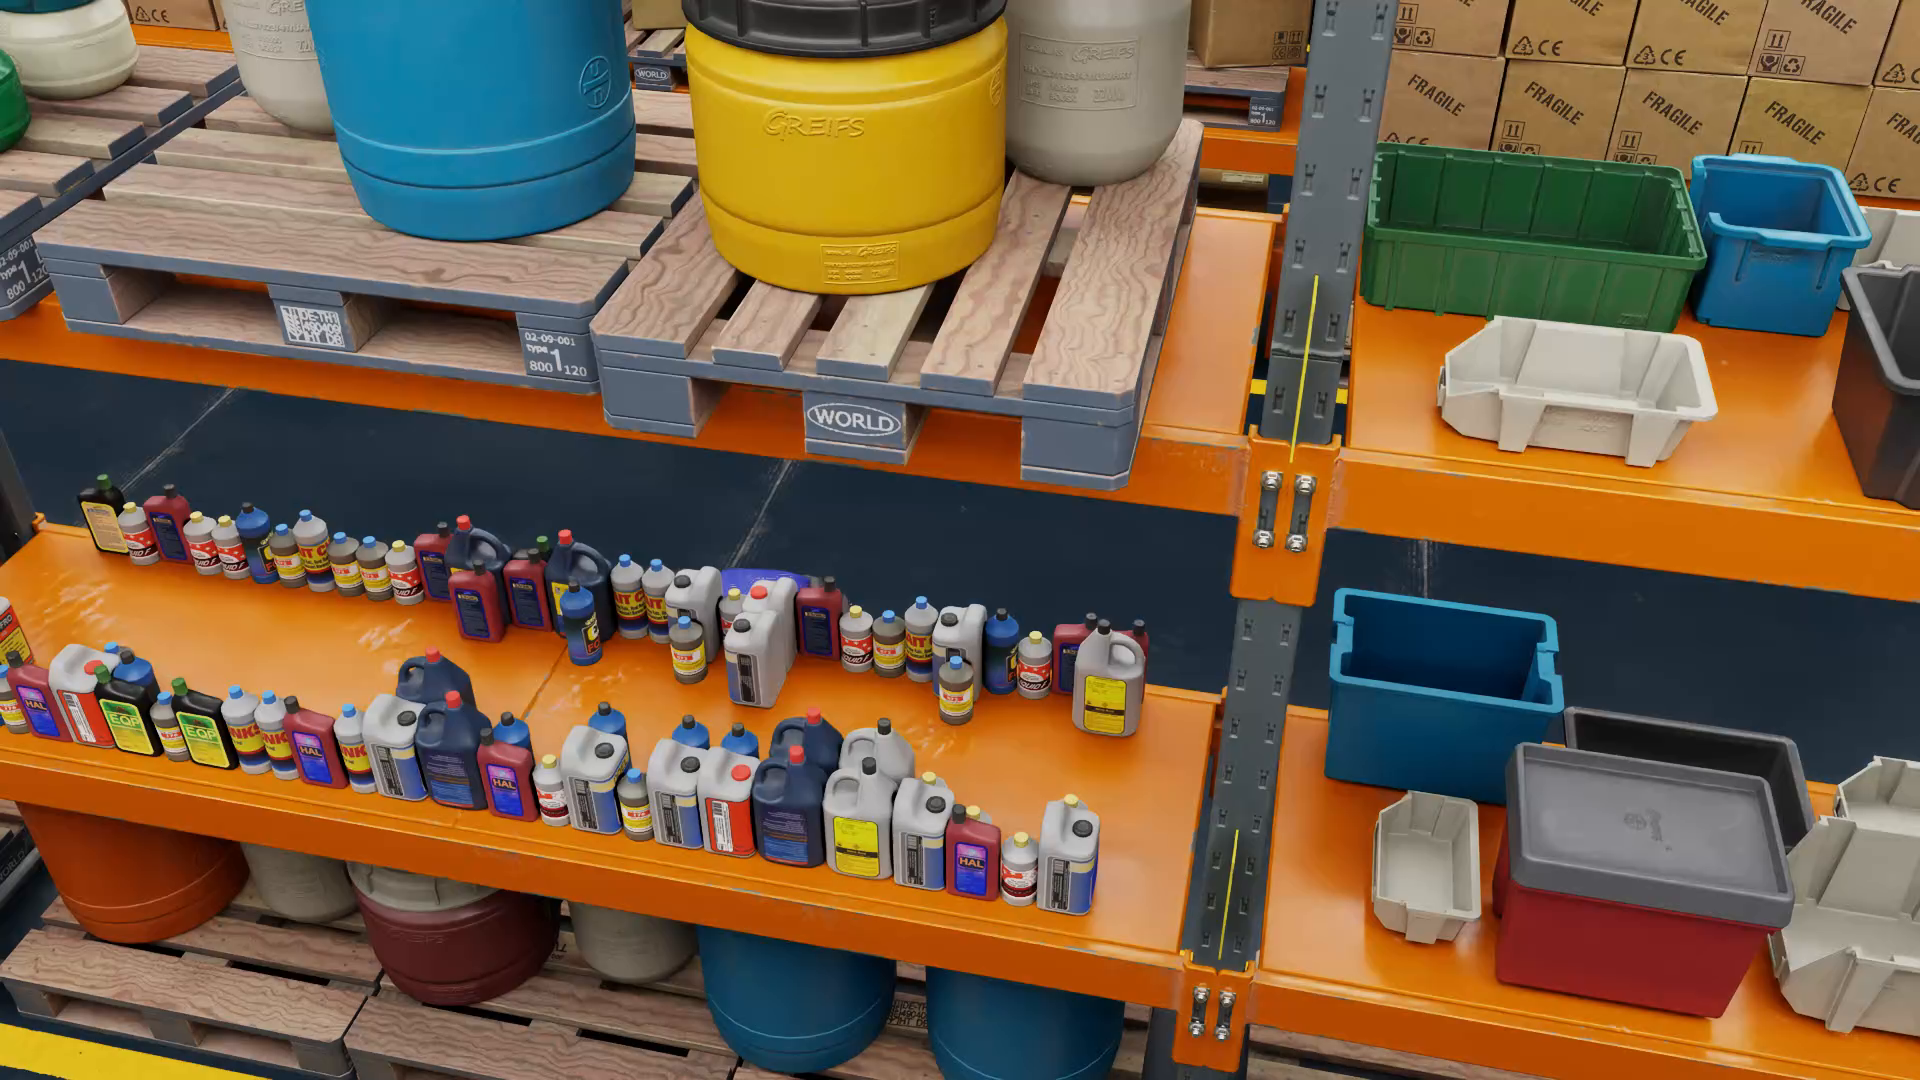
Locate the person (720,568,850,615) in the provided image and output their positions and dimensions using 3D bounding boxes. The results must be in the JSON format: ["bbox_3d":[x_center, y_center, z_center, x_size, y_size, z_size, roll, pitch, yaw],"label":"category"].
[{"bbox_3d":[-0.843,0.467,6.275,0.871,0.794,0.458,6,37,8],"label":"person"}]
